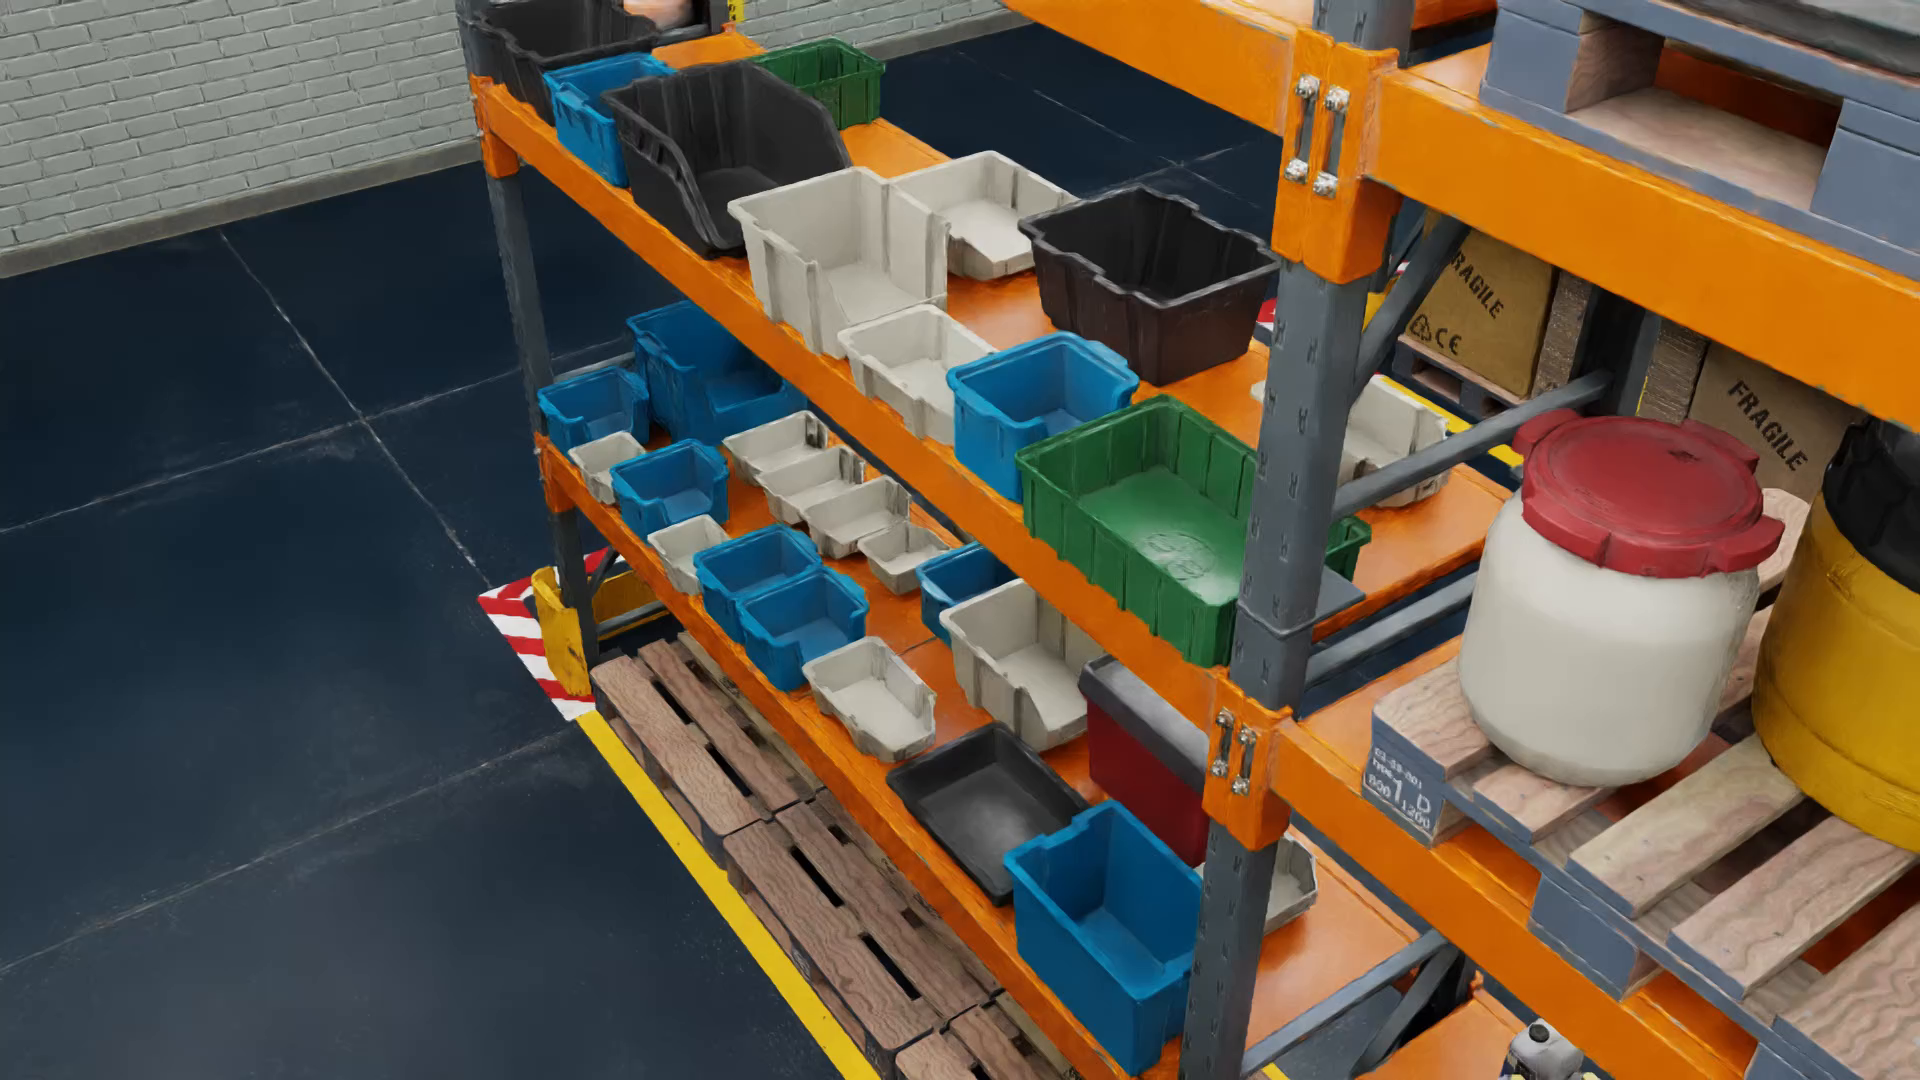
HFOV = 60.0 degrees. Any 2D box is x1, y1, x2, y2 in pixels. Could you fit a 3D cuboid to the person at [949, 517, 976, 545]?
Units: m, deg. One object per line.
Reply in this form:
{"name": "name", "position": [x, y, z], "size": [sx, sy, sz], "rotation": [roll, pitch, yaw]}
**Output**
{"name": "person", "position": [0.088, -0.075, 7.073], "size": [0.378, 1.664, 0.553], "rotation": [-9, 38, -12]}
